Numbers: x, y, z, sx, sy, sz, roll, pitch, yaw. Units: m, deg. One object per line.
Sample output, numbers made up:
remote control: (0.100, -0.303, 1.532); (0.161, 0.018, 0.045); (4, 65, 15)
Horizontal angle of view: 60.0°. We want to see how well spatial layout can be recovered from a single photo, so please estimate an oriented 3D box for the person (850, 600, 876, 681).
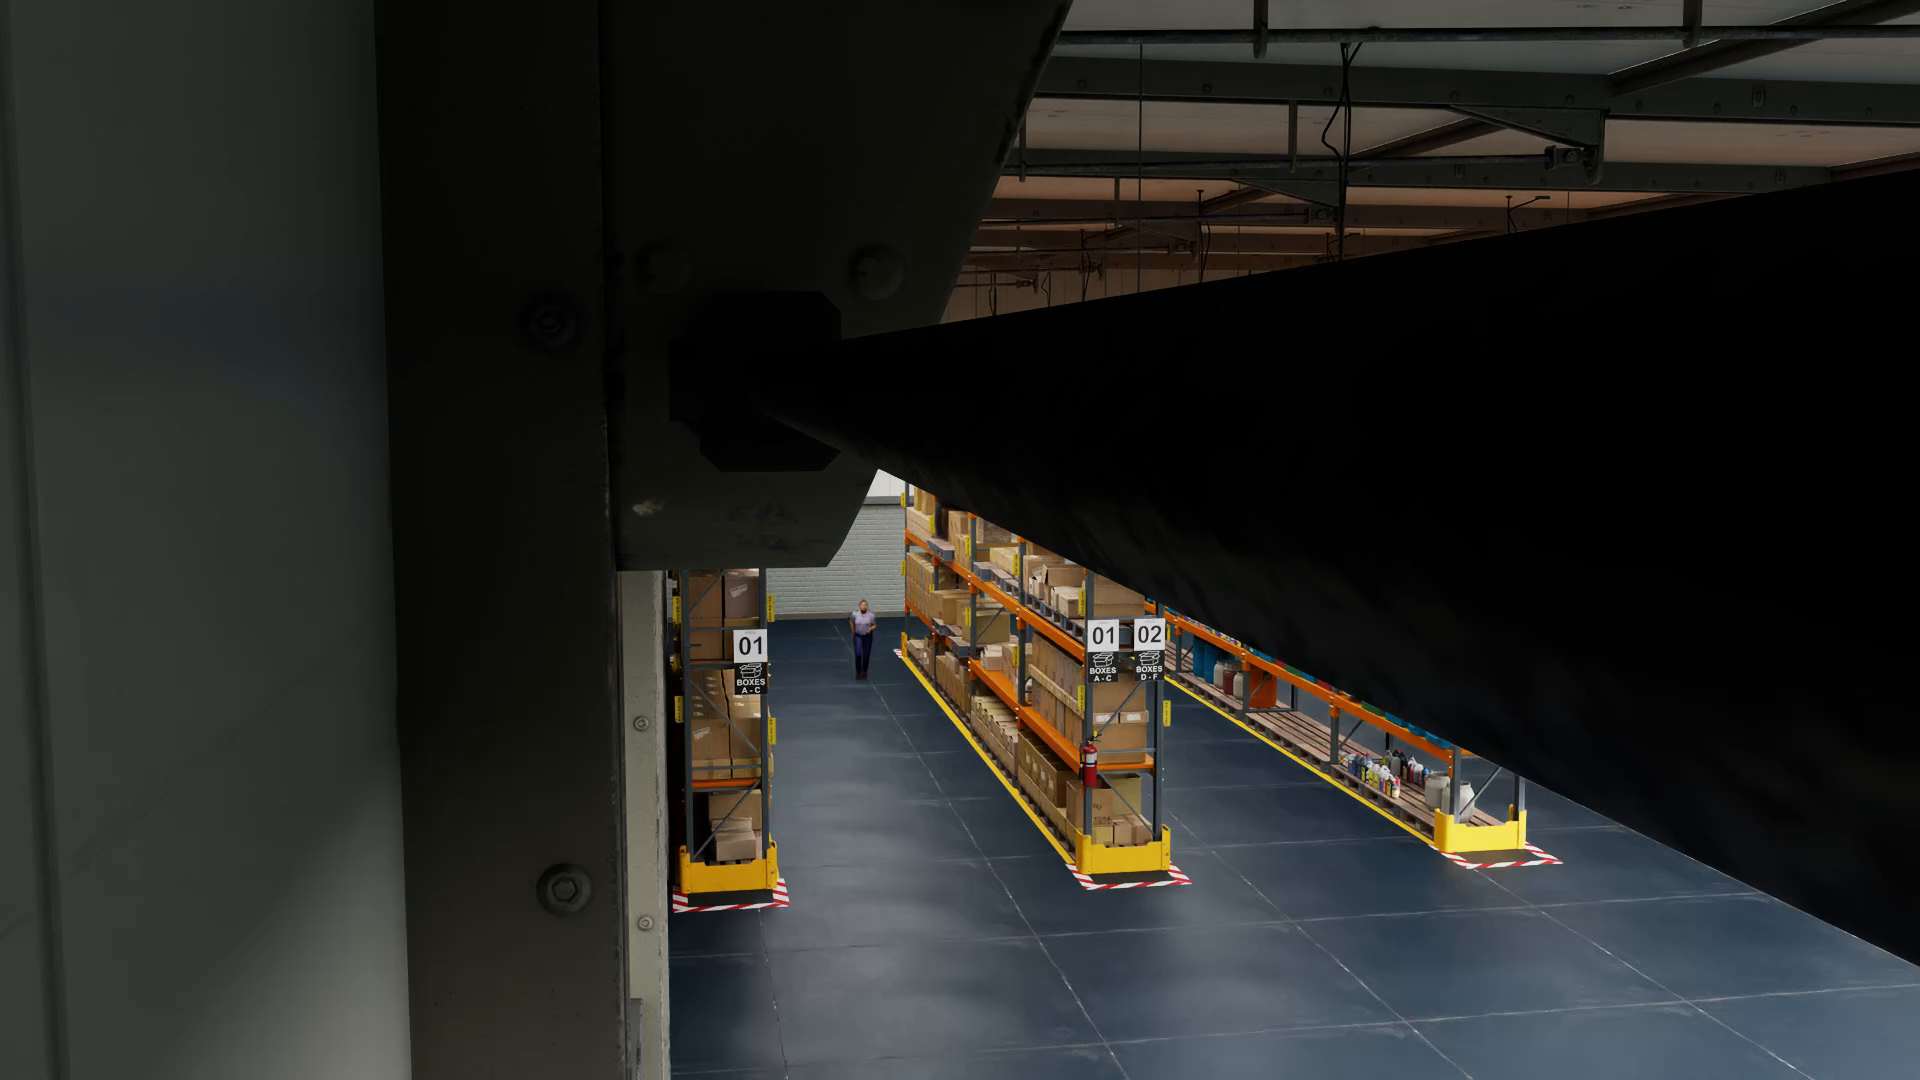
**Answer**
person: (-1.963, 2.035, 33.803); (0.519, 1.665, 0.798); (-1, 6, -10)
